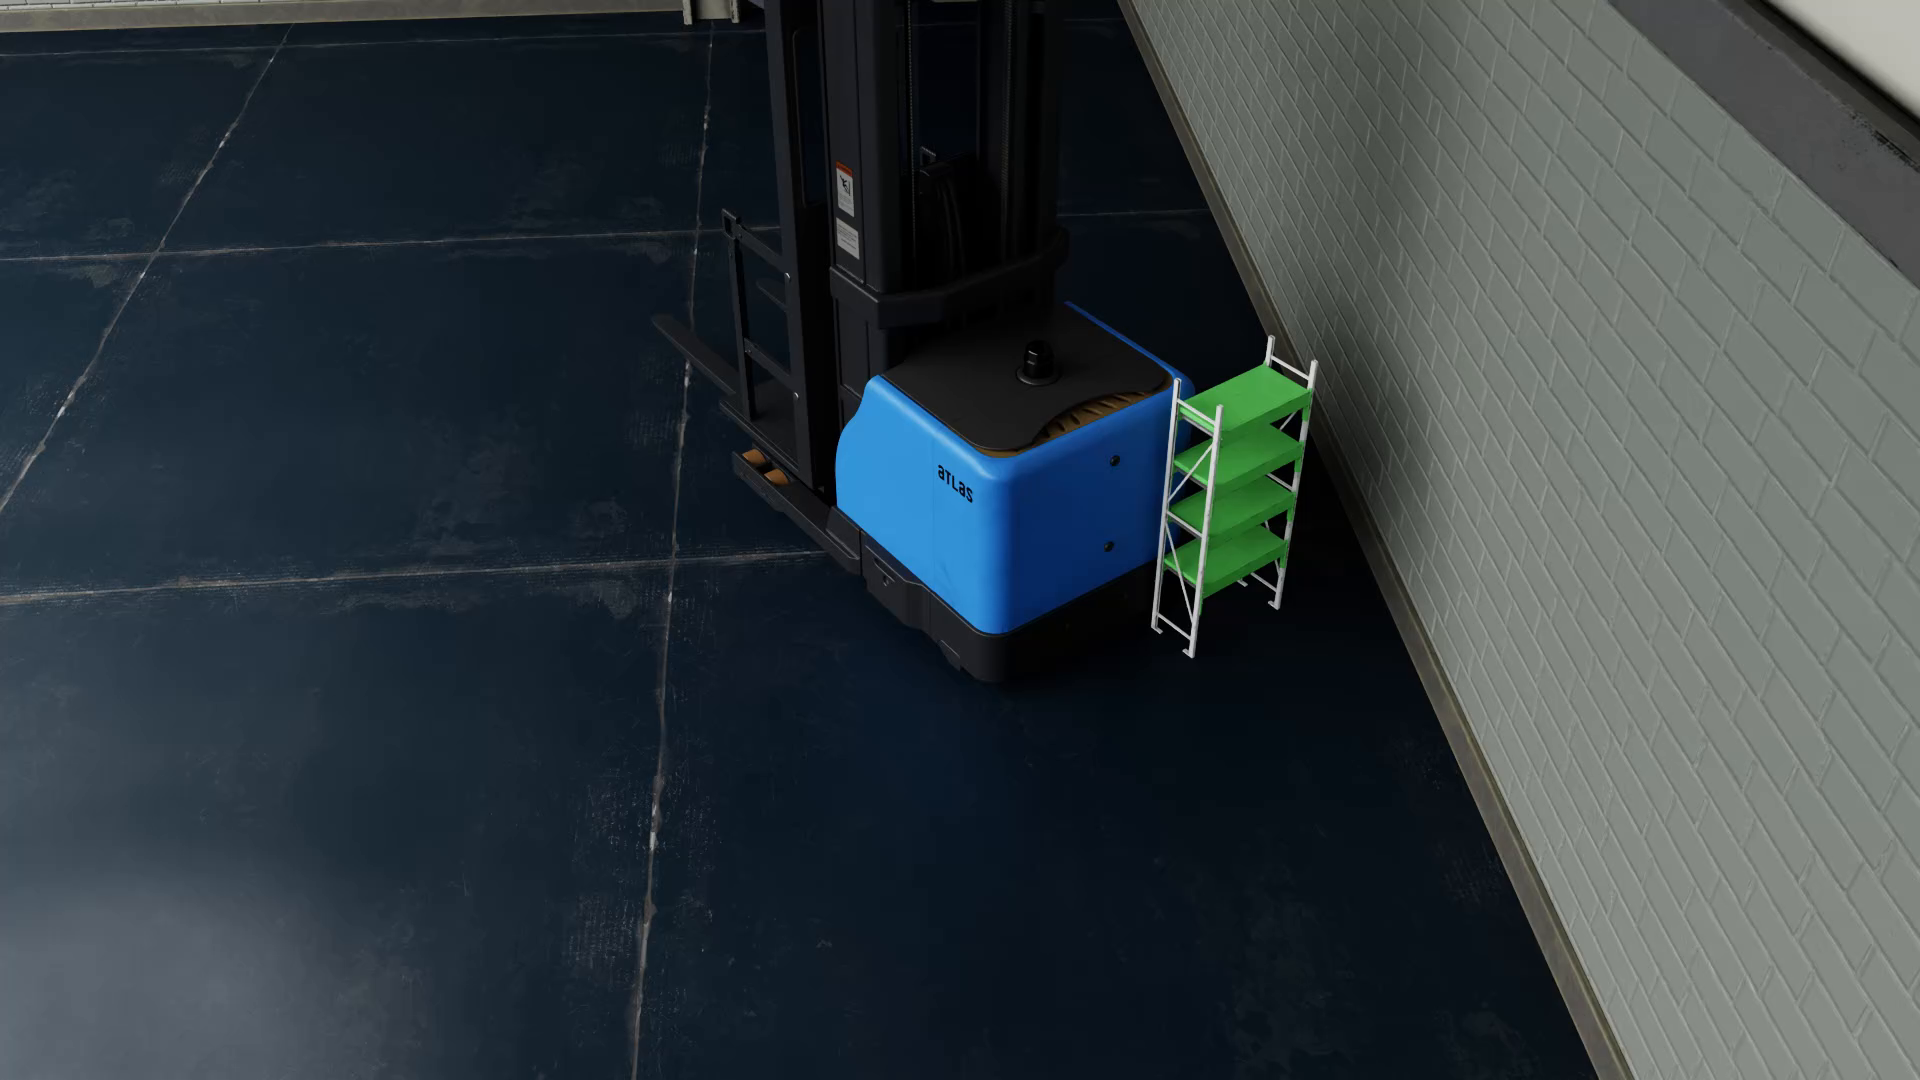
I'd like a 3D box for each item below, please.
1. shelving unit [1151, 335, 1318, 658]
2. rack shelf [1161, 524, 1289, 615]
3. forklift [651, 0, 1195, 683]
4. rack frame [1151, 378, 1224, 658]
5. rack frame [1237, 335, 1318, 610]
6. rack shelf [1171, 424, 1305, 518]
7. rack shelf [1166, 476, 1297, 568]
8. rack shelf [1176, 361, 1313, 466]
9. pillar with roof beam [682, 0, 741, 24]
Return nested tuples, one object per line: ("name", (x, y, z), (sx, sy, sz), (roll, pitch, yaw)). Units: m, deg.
("shelving unit", (1.053, -0.152, 6.474), (0.503, 1.200, 0.258), (-26, 45, -29))
("rack shelf", (1.053, 0.087, 6.662), (0.480, 0.148, 0.258), (-26, 45, -29))
("forklift", (-0.371, -1.460, 6.735), (1.130, 2.935, 3.031), (-25, 45, -28))
("rack frame", (0.860, -0.059, 6.356), (0.015, 1.200, 0.240), (-26, 45, -29))
("rack frame", (1.247, -0.244, 6.591), (0.015, 1.200, 0.240), (-26, 45, -29))
("rack shelf", (1.053, -0.290, 6.364), (0.480, 0.148, 0.258), (-26, 45, -29))
("rack shelf", (1.053, -0.101, 6.513), (0.480, 0.148, 0.258), (-26, 45, -29))
("rack shelf", (1.053, -0.478, 6.216), (0.480, 0.148, 0.258), (-26, 45, -29))
("pillar with roof beam", (-1.413, -4.687, 5.926), (0.400, 9.000, 9.100), (-3, 38, -4))
